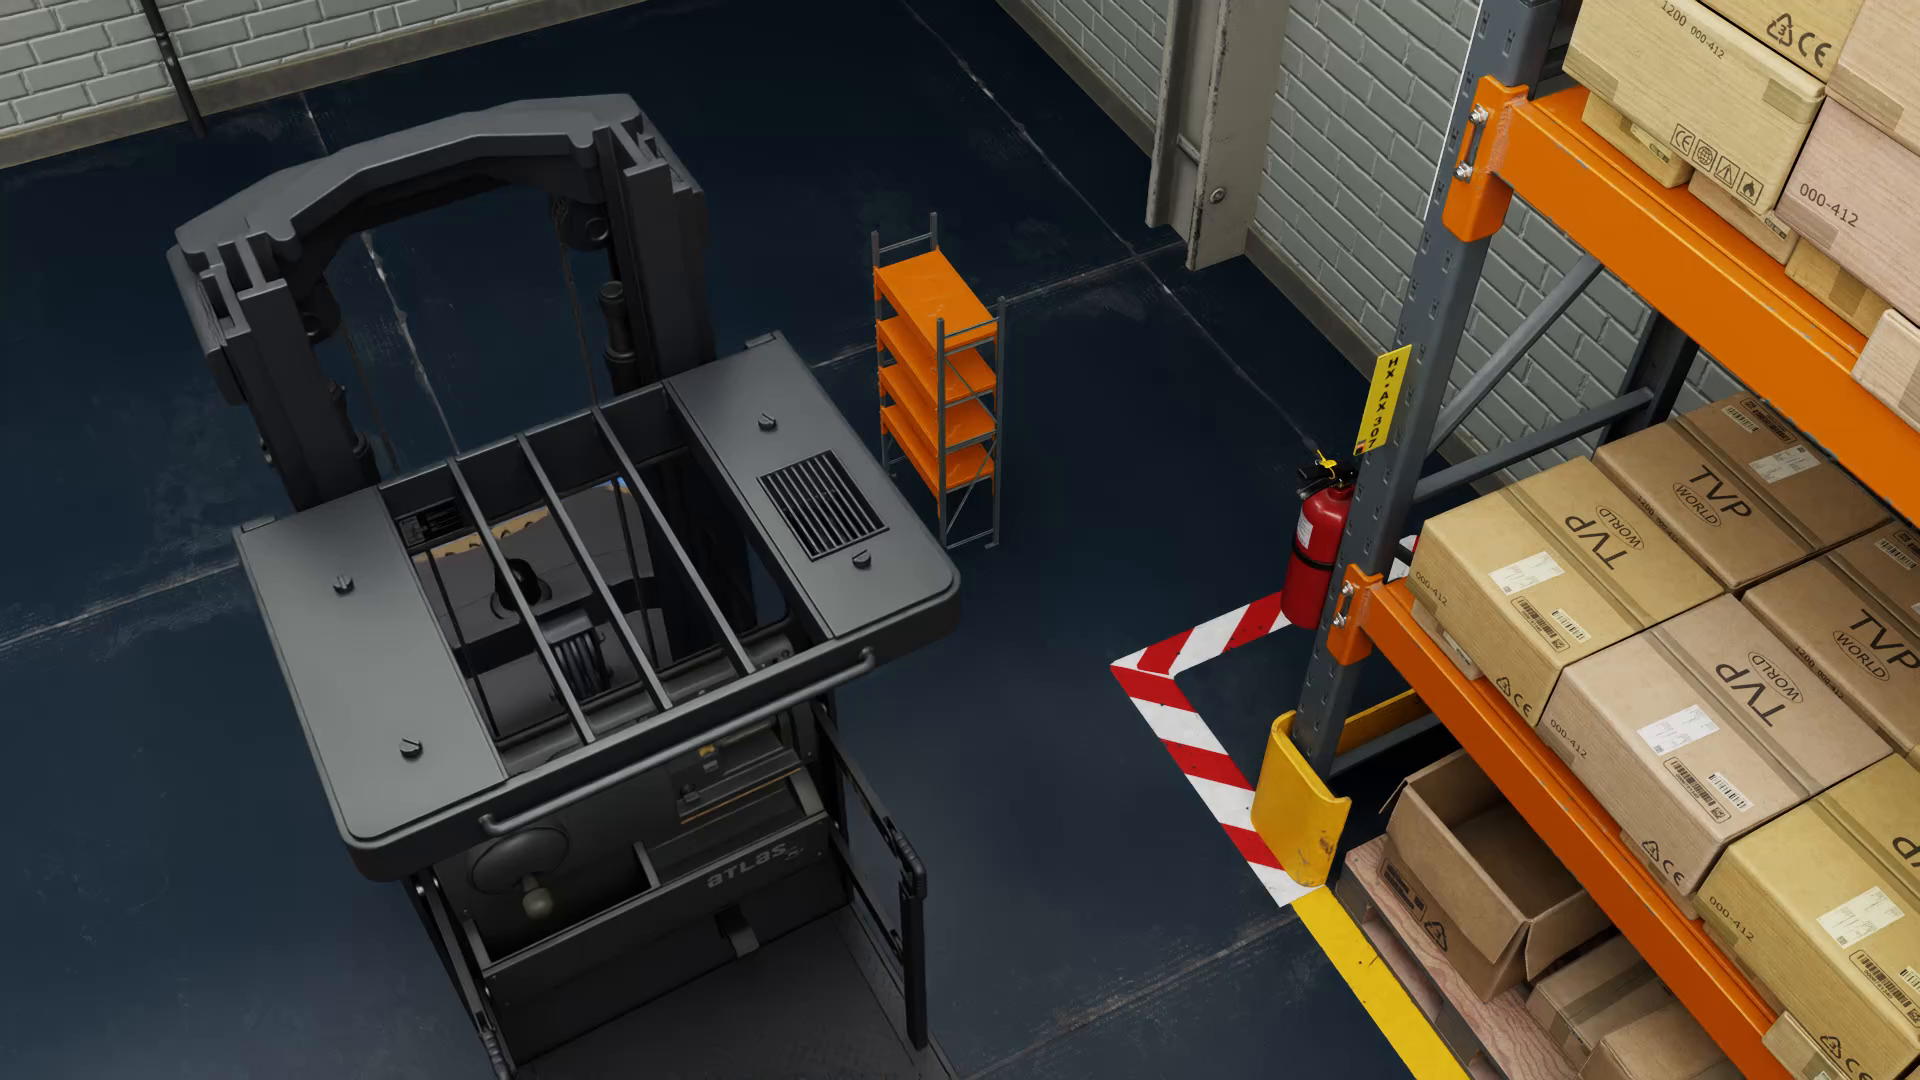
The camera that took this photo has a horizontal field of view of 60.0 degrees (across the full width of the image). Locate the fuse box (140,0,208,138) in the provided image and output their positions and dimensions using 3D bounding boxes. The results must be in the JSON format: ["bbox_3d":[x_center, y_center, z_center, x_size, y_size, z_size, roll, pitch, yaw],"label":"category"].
[{"bbox_3d":[-3.586,-2.488,7.290,0.539,1.711,0.414,-21,52,-18],"label":"fuse box"}]

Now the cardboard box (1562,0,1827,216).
[{"bbox_3d":[1.453,-0.878,2.934,0.500,0.250,0.500,-22,52,-18],"label":"cardboard box"}]

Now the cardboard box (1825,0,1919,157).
[{"bbox_3d":[1.688,-0.703,2.449,0.500,0.250,0.500,-22,52,-18],"label":"cardboard box"}]

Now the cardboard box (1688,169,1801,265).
[{"bbox_3d":[1.575,-0.678,3.024,0.380,0.149,0.250,-20,52,-17],"label":"cardboard box"}]

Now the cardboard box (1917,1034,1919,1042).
[{"bbox_3d":[2.147,0.872,2.899,0.500,0.500,0.500,-20,52,-17],"label":"cardboard box"}]

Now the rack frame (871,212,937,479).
[{"bbox_3d":[-0.187,-0.669,6.038,0.240,1.200,0.015,-21,52,-18],"label":"rack frame"}]

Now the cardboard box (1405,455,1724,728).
[{"bbox_3d":[1.461,0.115,4.059,0.500,0.250,0.500,-21,52,-17],"label":"cardboard box"}]

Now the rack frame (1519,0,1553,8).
[{"bbox_3d":[1.493,-2.208,2.203,1.000,3.000,0.127,-21,52,-18],"label":"rack frame"}]

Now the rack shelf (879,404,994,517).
[{"bbox_3d":[-0.076,-0.331,6.095,0.258,0.148,0.480,-21,52,-18],"label":"rack shelf"}]

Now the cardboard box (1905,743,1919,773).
[{"bbox_3d":[2.396,0.613,3.623,0.500,0.250,0.500,-20,52,-16],"label":"cardboard box"}]

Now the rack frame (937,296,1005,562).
[{"bbox_3d":[0.036,-0.342,5.752,0.240,1.200,0.015,-21,52,-18],"label":"rack frame"}]

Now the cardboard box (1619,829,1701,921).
[{"bbox_3d":[1.769,0.673,3.836,0.380,0.149,0.250,-20,52,-16],"label":"cardboard box"}]

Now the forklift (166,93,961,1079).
[{"bbox_3d":[-0.678,0.656,3.729,1.130,2.935,3.031,-23,53,-19],"label":"forklift"}]

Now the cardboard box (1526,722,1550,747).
[{"bbox_3d":[1.557,0.318,4.146,0.380,0.149,0.250,-20,52,-17],"label":"cardboard box"}]

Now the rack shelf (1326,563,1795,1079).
[{"bbox_3d":[2.408,1.342,3.561,1.077,0.370,4.000,-21,52,-18],"label":"rack shelf"}]

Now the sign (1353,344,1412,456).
[{"bbox_3d":[1.010,-0.331,3.972,0.100,0.325,0.005,-21,52,-18],"label":"sign"}]

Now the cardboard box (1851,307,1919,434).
[{"bbox_3d":[1.700,-0.298,2.692,0.380,0.149,0.250,-20,52,-17],"label":"cardboard box"}]

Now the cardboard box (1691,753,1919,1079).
[{"bbox_3d":[1.926,0.790,3.468,0.500,0.250,0.500,-22,52,-18],"label":"cardboard box"}]

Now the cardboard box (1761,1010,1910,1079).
[{"bbox_3d":[1.944,1.043,3.511,0.380,0.149,0.250,-23,53,-19],"label":"cardboard box"}]

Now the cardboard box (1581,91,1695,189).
[{"bbox_3d":[1.432,-0.844,3.170,0.380,0.149,0.250,-20,52,-17],"label":"cardboard box"}]

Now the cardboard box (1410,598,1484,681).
[{"bbox_3d":[1.399,0.164,4.281,0.380,0.149,0.250,-22,52,-18],"label":"cardboard box"}]

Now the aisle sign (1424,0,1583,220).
[{"bbox_3d":[1.200,-1.033,3.434,0.394,0.787,0.004,-21,52,-18],"label":"aisle sign"}]

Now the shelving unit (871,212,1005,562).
[{"bbox_3d":[-0.076,-0.506,5.895,0.258,1.200,0.503,-21,52,-18],"label":"shelving unit"}]

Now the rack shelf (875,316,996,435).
[{"bbox_3d":[-0.076,-0.609,5.778,0.258,0.148,0.480,-21,52,-18],"label":"rack shelf"}]

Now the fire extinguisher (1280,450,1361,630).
[{"bbox_3d":[1.014,-0.024,4.577,0.296,0.674,0.183,-21,52,-18],"label":"fire extinguisher"}]

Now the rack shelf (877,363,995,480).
[{"bbox_3d":[-0.076,-0.462,5.946,0.258,0.148,0.480,-21,52,-18],"label":"rack shelf"}]

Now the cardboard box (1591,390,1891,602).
[{"bbox_3d":[1.939,-0.065,4.216,0.500,0.250,0.500,-20,52,-16],"label":"cardboard box"}]

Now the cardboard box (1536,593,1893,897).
[{"bbox_3d":[1.692,0.452,3.764,0.500,0.250,0.500,-21,52,-17],"label":"cardboard box"}]

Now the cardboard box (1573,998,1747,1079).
[{"bbox_3d":[2.045,1.479,4.345,0.700,0.500,0.500,-19,52,-16],"label":"cardboard box"}]

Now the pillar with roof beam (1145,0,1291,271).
[{"bbox_3d":[-2.768,-2.840,2.756,9.100,9.000,0.400,-21,52,-18],"label":"pillar with roof beam"}]

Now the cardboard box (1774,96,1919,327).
[{"bbox_3d":[1.704,-0.545,2.643,0.500,0.250,0.500,-20,52,-17],"label":"cardboard box"}]

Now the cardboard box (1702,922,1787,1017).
[{"bbox_3d":[1.895,0.848,3.682,0.380,0.149,0.250,-20,52,-17],"label":"cardboard box"}]

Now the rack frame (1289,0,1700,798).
[{"bbox_3d":[1.493,-0.233,4.461,1.000,3.000,0.127,-21,52,-18],"label":"rack frame"}]

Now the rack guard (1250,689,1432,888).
[{"bbox_3d":[1.527,0.641,5.357,1.175,0.500,0.348,-21,52,-18],"label":"rack guard"}]

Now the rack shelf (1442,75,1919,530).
[{"bbox_3d":[2.408,0.355,2.432,1.077,0.370,4.000,-21,52,-18],"label":"rack shelf"}]

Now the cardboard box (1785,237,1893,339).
[{"bbox_3d":[1.677,-0.500,2.869,0.380,0.149,0.250,-21,52,-17],"label":"cardboard box"}]

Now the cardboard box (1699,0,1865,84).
[{"bbox_3d":[1.472,-1.050,2.753,0.500,0.250,0.500,-22,52,-18],"label":"cardboard box"}]

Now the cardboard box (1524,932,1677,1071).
[{"bbox_3d":[1.848,1.307,4.729,0.380,0.149,0.250,-23,53,-19],"label":"cardboard box"}]

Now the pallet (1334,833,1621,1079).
[{"bbox_3d":[1.893,1.269,5.000,1.003,0.211,1.213,-21,52,-18],"label":"pallet"}]

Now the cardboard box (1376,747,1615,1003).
[{"bbox_3d":[1.688,0.893,4.856,0.797,0.503,0.637,-23,53,-19],"label":"cardboard box"}]

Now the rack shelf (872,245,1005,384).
[{"bbox_3d":[-0.076,-0.764,5.599,0.258,0.148,0.480,-21,52,-18],"label":"rack shelf"}]

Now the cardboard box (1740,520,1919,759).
[{"bbox_3d":[2.174,0.280,3.914,0.500,0.250,0.500,-21,52,-17],"label":"cardboard box"}]
